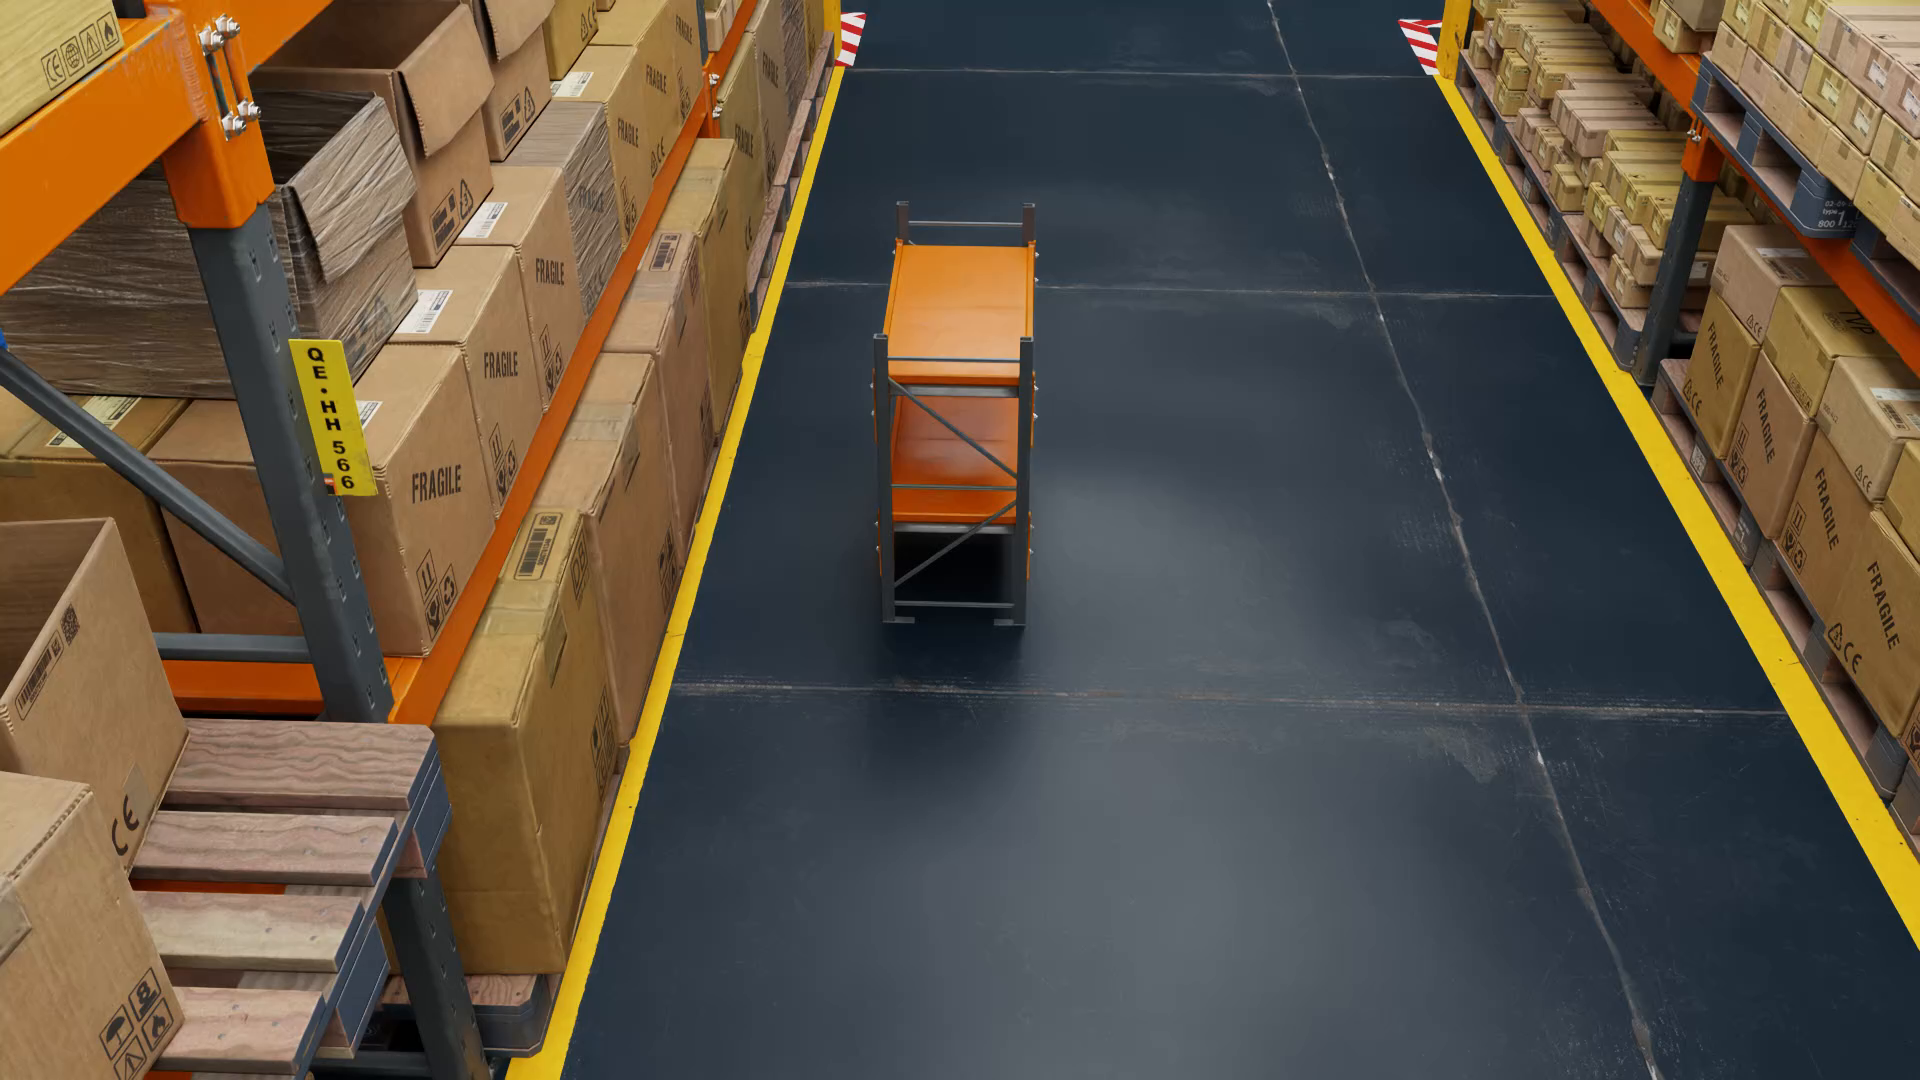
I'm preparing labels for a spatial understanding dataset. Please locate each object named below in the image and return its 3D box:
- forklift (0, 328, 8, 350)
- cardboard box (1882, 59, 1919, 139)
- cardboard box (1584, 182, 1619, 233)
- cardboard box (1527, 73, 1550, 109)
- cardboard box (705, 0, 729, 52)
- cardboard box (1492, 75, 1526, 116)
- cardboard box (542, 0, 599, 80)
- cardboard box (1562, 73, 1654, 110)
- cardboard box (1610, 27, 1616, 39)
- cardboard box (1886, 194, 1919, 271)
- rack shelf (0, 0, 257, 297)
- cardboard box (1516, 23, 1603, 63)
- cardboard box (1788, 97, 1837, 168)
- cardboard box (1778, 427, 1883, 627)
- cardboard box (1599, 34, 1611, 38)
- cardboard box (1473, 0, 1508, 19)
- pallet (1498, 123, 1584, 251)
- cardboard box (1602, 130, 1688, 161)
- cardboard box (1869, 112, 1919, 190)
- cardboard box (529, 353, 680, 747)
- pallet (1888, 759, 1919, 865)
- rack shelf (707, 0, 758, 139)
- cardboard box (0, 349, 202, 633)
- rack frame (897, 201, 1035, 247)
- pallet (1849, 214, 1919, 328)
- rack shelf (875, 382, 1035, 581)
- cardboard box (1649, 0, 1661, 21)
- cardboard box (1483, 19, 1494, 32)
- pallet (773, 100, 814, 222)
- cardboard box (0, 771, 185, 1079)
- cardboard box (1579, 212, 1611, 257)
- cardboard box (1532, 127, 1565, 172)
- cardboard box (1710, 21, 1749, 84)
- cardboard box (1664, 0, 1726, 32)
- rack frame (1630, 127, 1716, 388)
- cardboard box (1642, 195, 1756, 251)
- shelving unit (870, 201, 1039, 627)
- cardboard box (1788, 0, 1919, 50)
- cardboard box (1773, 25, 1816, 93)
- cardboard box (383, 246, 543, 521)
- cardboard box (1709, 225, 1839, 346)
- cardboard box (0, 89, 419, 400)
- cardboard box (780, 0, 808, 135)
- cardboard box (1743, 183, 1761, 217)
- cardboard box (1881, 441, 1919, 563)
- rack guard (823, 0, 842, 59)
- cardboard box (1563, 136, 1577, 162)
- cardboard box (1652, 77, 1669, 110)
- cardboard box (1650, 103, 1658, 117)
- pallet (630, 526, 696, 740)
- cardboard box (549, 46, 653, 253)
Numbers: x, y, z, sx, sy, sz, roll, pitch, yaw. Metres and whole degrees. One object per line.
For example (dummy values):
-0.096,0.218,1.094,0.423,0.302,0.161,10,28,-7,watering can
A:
-4.077,-1.126,5.303,3.031,2.935,1.130,-16,38,-22,forklift
2.907,-1.263,4.774,0.380,0.149,0.250,3,35,4,cardboard box
3.120,-1.534,7.680,0.380,0.149,0.250,0,35,0,cardboard box
3.293,-2.441,8.969,0.380,0.149,0.250,0,35,0,cardboard box
-1.174,-2.141,6.906,0.380,0.149,0.250,1,35,2,cardboard box
3.202,-2.479,9.283,0.380,0.149,0.250,2,35,2,cardboard box
-1.575,-1.771,5.202,0.797,0.503,0.637,2,35,2,cardboard box
3.286,-2.259,8.453,0.380,0.149,0.250,1,35,2,cardboard box
3.875,-2.851,9.295,0.380,0.149,0.250,1,35,1,cardboard box
2.898,-0.867,4.728,0.380,0.149,0.250,0,35,0,cardboard box
-1.759,0.433,1.042,1.077,0.370,4.000,1,35,2,rack shelf
3.278,-2.715,9.101,0.380,0.149,0.250,0,35,0,cardboard box
2.928,-1.315,5.365,0.380,0.149,0.250,2,35,2,cardboard box
3.112,-0.034,5.498,0.500,0.500,0.500,2,35,3,cardboard box
3.794,-2.875,9.588,0.380,0.149,0.250,1,35,1,cardboard box
3.234,-3.162,9.738,0.380,0.149,0.250,0,35,0,cardboard box
3.472,-1.857,8.709,1.003,0.211,1.213,1,35,2,pallet
3.250,-1.806,7.808,0.380,0.149,0.250,2,35,3,cardboard box
2.911,-1.130,4.843,0.380,0.149,0.250,1,35,1,cardboard box
-1.587,0.006,5.115,1.225,0.875,0.875,1,35,2,cardboard box
3.306,1.081,4.528,1.003,0.211,1.213,1,35,2,pallet
-1.438,-2.936,8.445,1.077,0.370,4.000,1,35,2,rack shelf
-1.907,-0.113,3.716,0.500,0.500,0.500,2,35,3,cardboard box
0.021,-0.756,6.348,0.500,1.125,0.032,1,35,2,rack frame
3.312,-0.670,4.762,1.003,0.211,1.213,1,35,2,pallet
0.000,-0.264,6.073,0.538,0.278,1.000,1,35,2,rack shelf
3.183,-2.278,7.101,0.380,0.149,0.250,3,35,4,cardboard box
3.317,-3.039,9.821,0.380,0.149,0.250,3,35,4,cardboard box
-1.363,-2.078,9.024,1.003,0.211,1.213,1,35,2,pallet
-1.583,0.638,2.281,0.700,0.500,0.500,6,36,9,cardboard box
3.149,-1.448,7.816,0.380,0.149,0.250,0,35,0,cardboard box
3.205,-2.030,8.643,0.380,0.149,0.250,1,35,2,cardboard box
2.958,-1.762,6.002,0.380,0.149,0.250,0,35,0,cardboard box
3.171,-2.356,6.648,0.500,0.500,0.500,1,35,2,cardboard box
3.434,-1.909,6.357,1.000,3.000,0.127,1,35,2,rack frame
3.188,-1.368,7.184,0.380,0.149,0.250,2,35,3,cardboard box
0.000,-0.464,5.932,0.538,1.125,1.048,1,35,2,shelving unit
2.940,-1.698,5.393,0.380,0.149,0.250,2,35,2,cardboard box
2.940,-1.586,5.493,0.380,0.149,0.250,2,35,3,cardboard box
-1.369,-0.393,4.114,0.500,0.500,0.500,0,35,1,cardboard box
3.140,-0.946,6.144,0.500,0.250,0.500,0,35,0,cardboard box
-1.633,-0.654,3.613,0.797,0.503,0.637,2,35,3,cardboard box
-1.340,-2.790,9.093,0.875,0.875,0.875,1,35,2,cardboard box
3.725,-1.508,7.383,0.380,0.149,0.250,3,35,4,cardboard box
3.084,-0.048,4.865,0.500,0.250,0.500,2,35,3,cardboard box
-1.357,-3.371,10.611,1.175,0.500,0.348,1,35,2,rack guard
3.250,-1.976,8.309,0.380,0.149,0.250,0,35,0,cardboard box
3.743,-2.248,8.437,0.380,0.149,0.250,1,35,2,cardboard box
3.802,-2.281,8.742,0.380,0.149,0.250,3,35,4,cardboard box
-1.520,0.207,5.771,1.003,0.211,1.213,1,35,2,pallet
-1.305,-1.263,5.351,0.500,0.500,0.500,1,35,1,cardboard box
